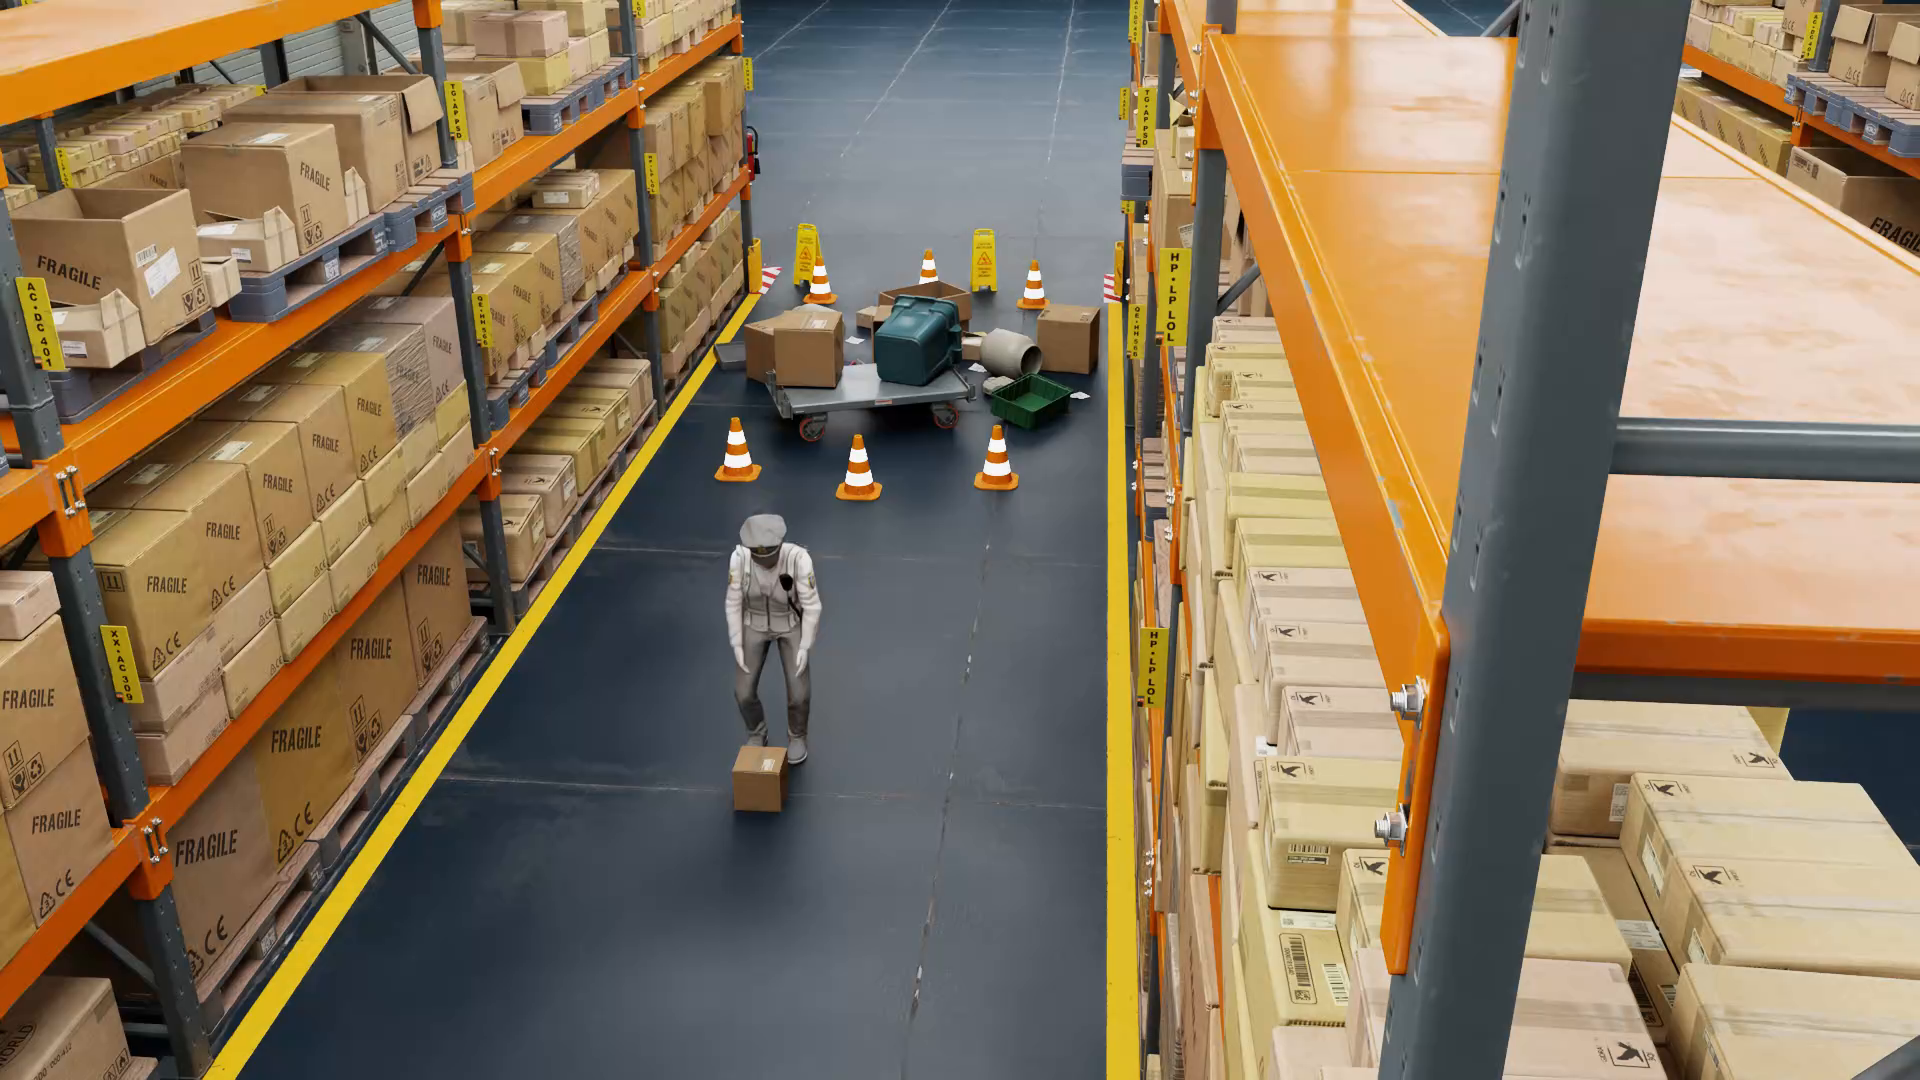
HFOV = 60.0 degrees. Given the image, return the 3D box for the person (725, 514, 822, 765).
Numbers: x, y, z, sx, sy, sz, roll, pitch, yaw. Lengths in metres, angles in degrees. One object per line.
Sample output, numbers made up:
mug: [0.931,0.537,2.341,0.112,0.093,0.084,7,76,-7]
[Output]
person: [-1.002,0.527,9.030,0.527,1.522,0.590,2,25,5]
